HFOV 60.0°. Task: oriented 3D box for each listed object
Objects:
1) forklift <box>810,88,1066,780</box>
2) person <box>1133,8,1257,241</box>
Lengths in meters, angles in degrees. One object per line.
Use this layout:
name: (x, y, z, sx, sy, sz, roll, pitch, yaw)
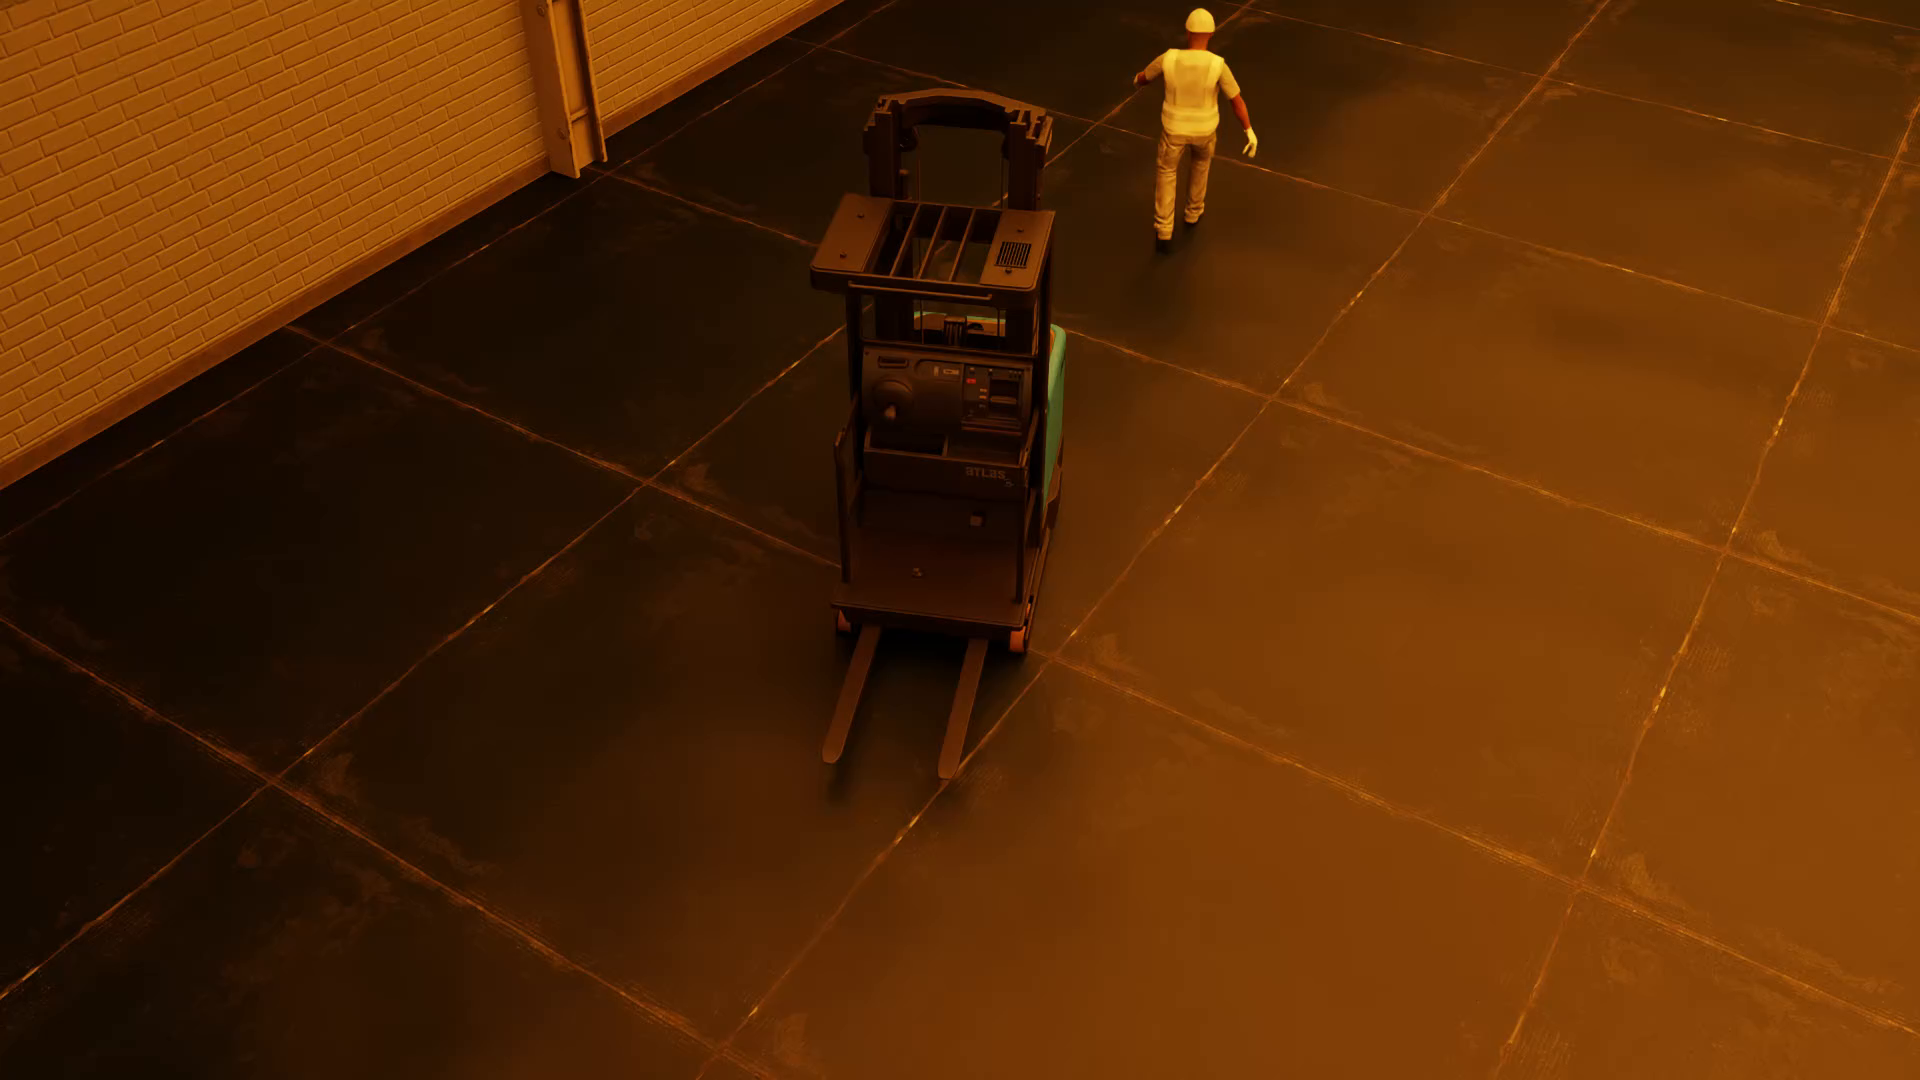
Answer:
forklift: (-0.108, -0.731, 8.830, 1.130, 2.935, 3.031, 7, 41, 8)
person: (1.755, -3.144, 12.522, 0.991, 1.748, 0.759, 8, 41, 9)
